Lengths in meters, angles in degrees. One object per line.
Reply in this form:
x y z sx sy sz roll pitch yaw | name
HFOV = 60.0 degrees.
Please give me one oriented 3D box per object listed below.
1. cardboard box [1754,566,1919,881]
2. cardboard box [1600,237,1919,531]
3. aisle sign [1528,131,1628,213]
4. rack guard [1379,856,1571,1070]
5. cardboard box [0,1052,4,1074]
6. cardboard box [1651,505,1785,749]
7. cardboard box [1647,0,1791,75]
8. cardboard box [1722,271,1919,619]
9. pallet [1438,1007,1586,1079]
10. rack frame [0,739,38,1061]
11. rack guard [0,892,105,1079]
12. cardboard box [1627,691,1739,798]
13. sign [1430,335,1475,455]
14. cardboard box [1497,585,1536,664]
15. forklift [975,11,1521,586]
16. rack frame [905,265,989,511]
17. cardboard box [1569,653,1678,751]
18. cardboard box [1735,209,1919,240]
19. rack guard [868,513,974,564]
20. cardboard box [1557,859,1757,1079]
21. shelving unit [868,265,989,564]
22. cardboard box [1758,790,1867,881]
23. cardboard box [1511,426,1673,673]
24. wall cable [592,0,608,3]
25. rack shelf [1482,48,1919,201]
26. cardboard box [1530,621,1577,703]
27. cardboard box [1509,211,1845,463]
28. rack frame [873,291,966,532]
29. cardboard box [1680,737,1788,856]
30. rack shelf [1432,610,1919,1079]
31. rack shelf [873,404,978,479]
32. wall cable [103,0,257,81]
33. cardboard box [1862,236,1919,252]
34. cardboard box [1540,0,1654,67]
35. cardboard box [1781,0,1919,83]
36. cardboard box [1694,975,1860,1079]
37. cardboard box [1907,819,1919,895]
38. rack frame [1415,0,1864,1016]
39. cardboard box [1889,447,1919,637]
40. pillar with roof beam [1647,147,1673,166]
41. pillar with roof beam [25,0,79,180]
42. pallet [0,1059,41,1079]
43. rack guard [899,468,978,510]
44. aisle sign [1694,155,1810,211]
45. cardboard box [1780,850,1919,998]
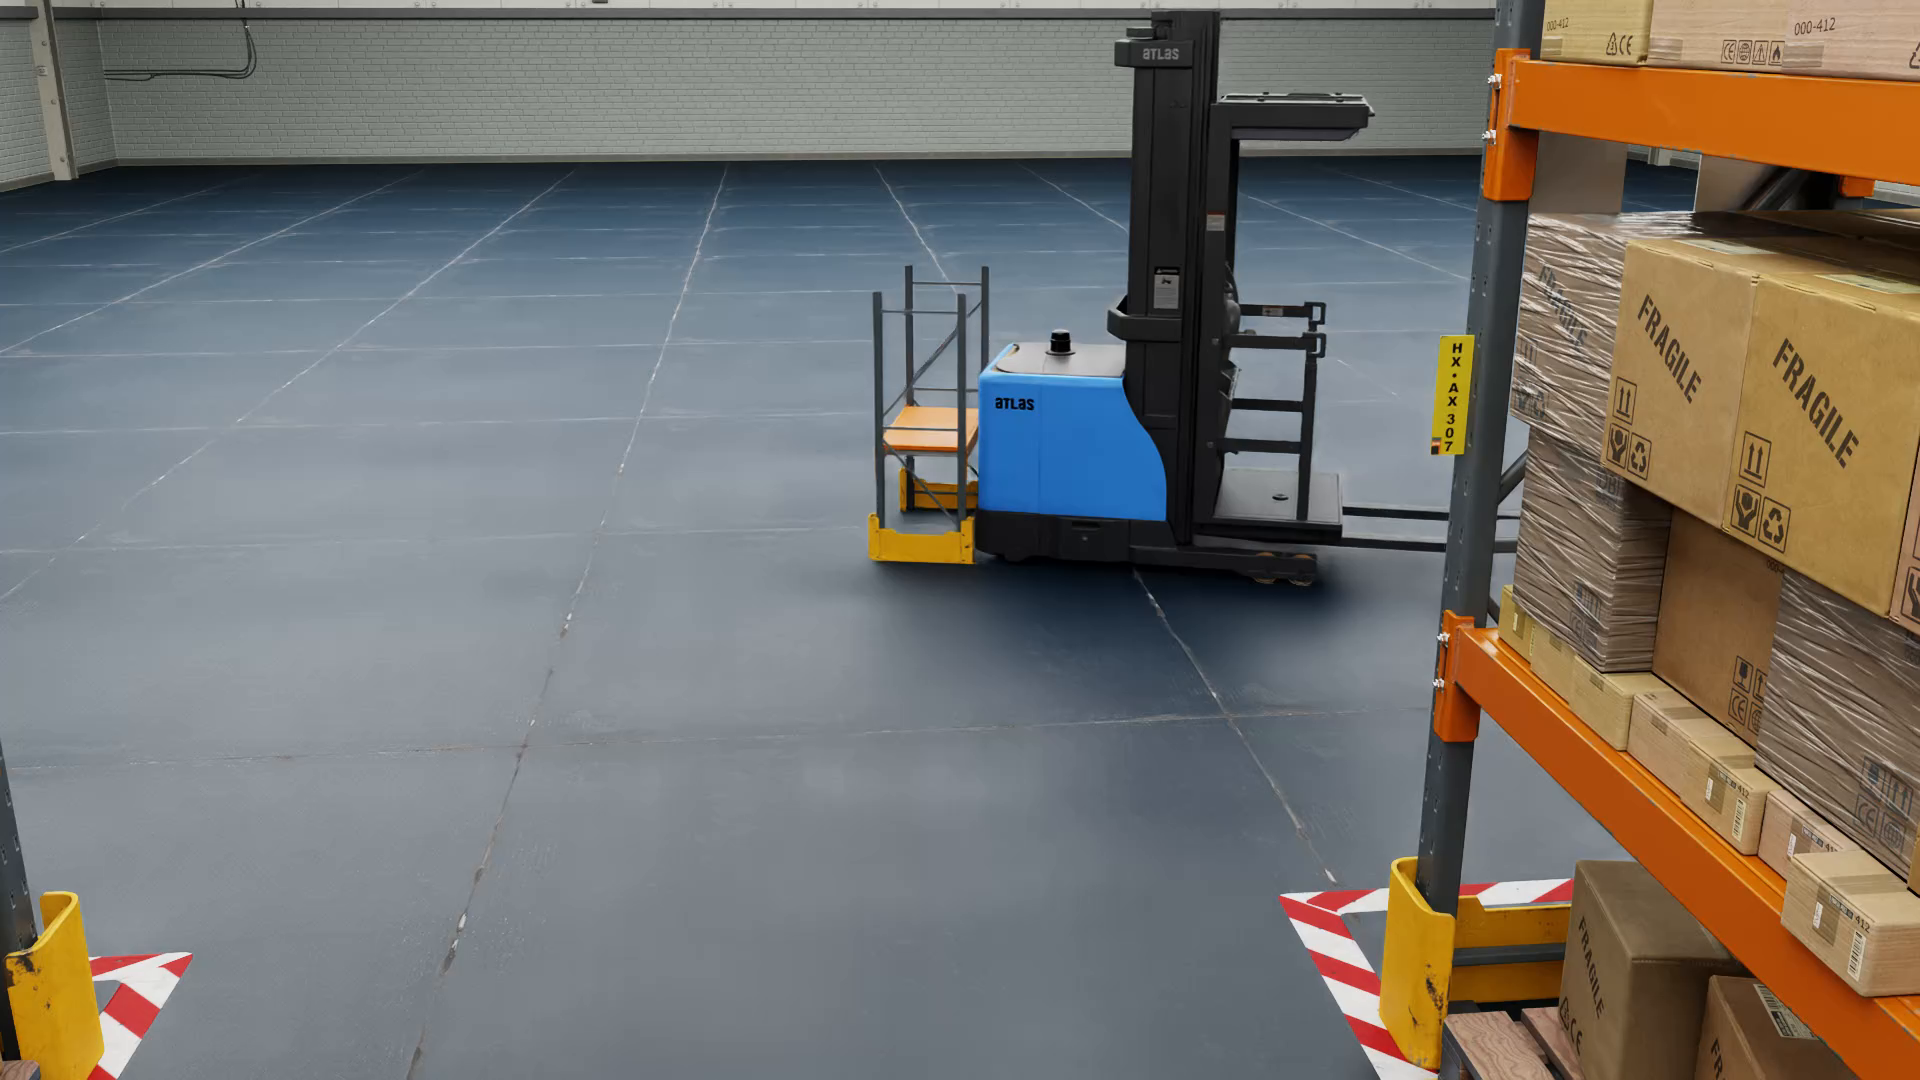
2.071 0.280 3.115 0.875 0.500 0.500 -2 18 -6 | cardboard box
1.693 -0.336 3.407 0.500 0.500 0.500 -2 18 -6 | cardboard box
1.558 -1.240 4.280 0.394 0.787 0.004 -2 18 -6 | aisle sign
1.870 1.224 4.943 1.175 0.500 0.348 -2 18 -6 | rack guard
-2.946 1.146 3.866 0.875 0.875 0.875 -2 18 -5 | cardboard box
2.063 0.129 3.593 0.875 0.500 0.500 -2 18 -6 | cardboard box
1.714 -1.045 3.242 0.500 0.250 0.500 -2 18 -7 | cardboard box
1.746 -0.187 2.933 0.500 0.500 0.500 -2 18 -6 | cardboard box
1.919 1.605 4.211 1.003 0.211 1.213 -2 18 -6 | pallet
-3.082 0.132 4.248 1.000 3.000 0.127 -2 18 -6 | rack frame
-3.084 1.318 4.645 1.175 0.500 0.348 -2 18 -6 | rack guard
1.719 0.445 3.671 0.380 0.149 0.250 -2 18 -6 | cardboard box
1.323 -0.387 4.457 0.100 0.325 0.005 -2 18 -6 | sign
1.655 0.221 4.384 0.380 0.149 0.250 -2 18 -6 | cardboard box
1.656 -1.326 9.007 3.031 2.935 1.130 4 18 11 | forklift
-0.077 -0.906 10.059 0.500 1.500 0.032 2 18 8 | rack frame
1.672 0.371 3.906 0.380 0.149 0.250 -2 18 -6 | cardboard box
2.165 -0.501 3.933 0.500 0.500 0.500 -2 18 -6 | cardboard box
-0.216 -0.008 9.286 0.587 0.250 0.087 2 18 8 | rack guard
1.910 1.188 4.358 0.500 0.500 0.500 1 17 5 | cardboard box
-0.148 -0.752 9.570 0.587 1.500 1.083 2 18 8 | shelving unit
1.790 0.593 3.198 0.380 0.149 0.250 -2 18 -6 | cardboard box
1.892 -0.016 4.056 0.875 0.500 0.500 -2 18 -6 | cardboard box
-6.395 -13.925 33.331 2.305 6.003 0.169 -2 18 -6 | wall cable
2.069 -0.483 2.401 1.077 0.370 4.000 -2 18 -6 | rack shelf
1.661 0.296 4.145 0.380 0.149 0.250 -2 18 -6 | cardboard box
1.648 -0.485 3.882 0.500 0.500 0.500 -2 18 -6 | cardboard box
-0.216 -0.604 9.098 0.500 1.500 0.032 2 18 8 | rack frame
1.737 0.520 3.433 0.380 0.149 0.250 -2 18 -6 | cardboard box
2.069 0.948 2.850 1.077 0.370 4.000 -2 18 -6 | rack shelf
-0.147 -0.583 9.632 0.538 0.185 1.000 2 18 8 | rack shelf
-15.839 -10.532 33.386 3.097 2.526 0.112 -2 18 -6 | wall cable
2.222 -0.353 3.459 0.500 0.500 0.500 -2 18 -6 | cardboard box
1.655 -1.199 3.731 0.500 0.250 0.500 -1 17 -4 | cardboard box
1.761 -0.898 2.772 0.500 0.250 0.500 -2 18 -6 | cardboard box
2.006 1.365 3.794 0.500 0.500 0.500 3 18 9 | cardboard box
2.111 0.429 2.639 0.875 0.500 0.500 -2 18 -6 | cardboard box
1.862 0.009 4.640 1.000 3.000 0.127 -2 18 -6 | rack frame
1.803 -0.038 2.459 0.500 0.500 0.500 -2 18 -6 | cardboard box
10.200 -11.935 32.671 9.100 9.000 0.400 -2 18 -6 | pillar with roof beam
-12.568 -11.228 30.419 9.100 9.000 0.400 -2 18 -6 | pillar with roof beam
-2.921 1.698 3.915 1.003 0.211 1.213 -2 18 -6 | pallet
-0.080 -0.304 10.227 0.587 0.250 0.087 2 18 8 | rack guard
2.154 -1.259 4.339 0.394 0.787 0.004 -2 18 -6 | aisle sign
1.713 0.671 2.951 0.380 0.149 0.250 -2 18 -6 | cardboard box
